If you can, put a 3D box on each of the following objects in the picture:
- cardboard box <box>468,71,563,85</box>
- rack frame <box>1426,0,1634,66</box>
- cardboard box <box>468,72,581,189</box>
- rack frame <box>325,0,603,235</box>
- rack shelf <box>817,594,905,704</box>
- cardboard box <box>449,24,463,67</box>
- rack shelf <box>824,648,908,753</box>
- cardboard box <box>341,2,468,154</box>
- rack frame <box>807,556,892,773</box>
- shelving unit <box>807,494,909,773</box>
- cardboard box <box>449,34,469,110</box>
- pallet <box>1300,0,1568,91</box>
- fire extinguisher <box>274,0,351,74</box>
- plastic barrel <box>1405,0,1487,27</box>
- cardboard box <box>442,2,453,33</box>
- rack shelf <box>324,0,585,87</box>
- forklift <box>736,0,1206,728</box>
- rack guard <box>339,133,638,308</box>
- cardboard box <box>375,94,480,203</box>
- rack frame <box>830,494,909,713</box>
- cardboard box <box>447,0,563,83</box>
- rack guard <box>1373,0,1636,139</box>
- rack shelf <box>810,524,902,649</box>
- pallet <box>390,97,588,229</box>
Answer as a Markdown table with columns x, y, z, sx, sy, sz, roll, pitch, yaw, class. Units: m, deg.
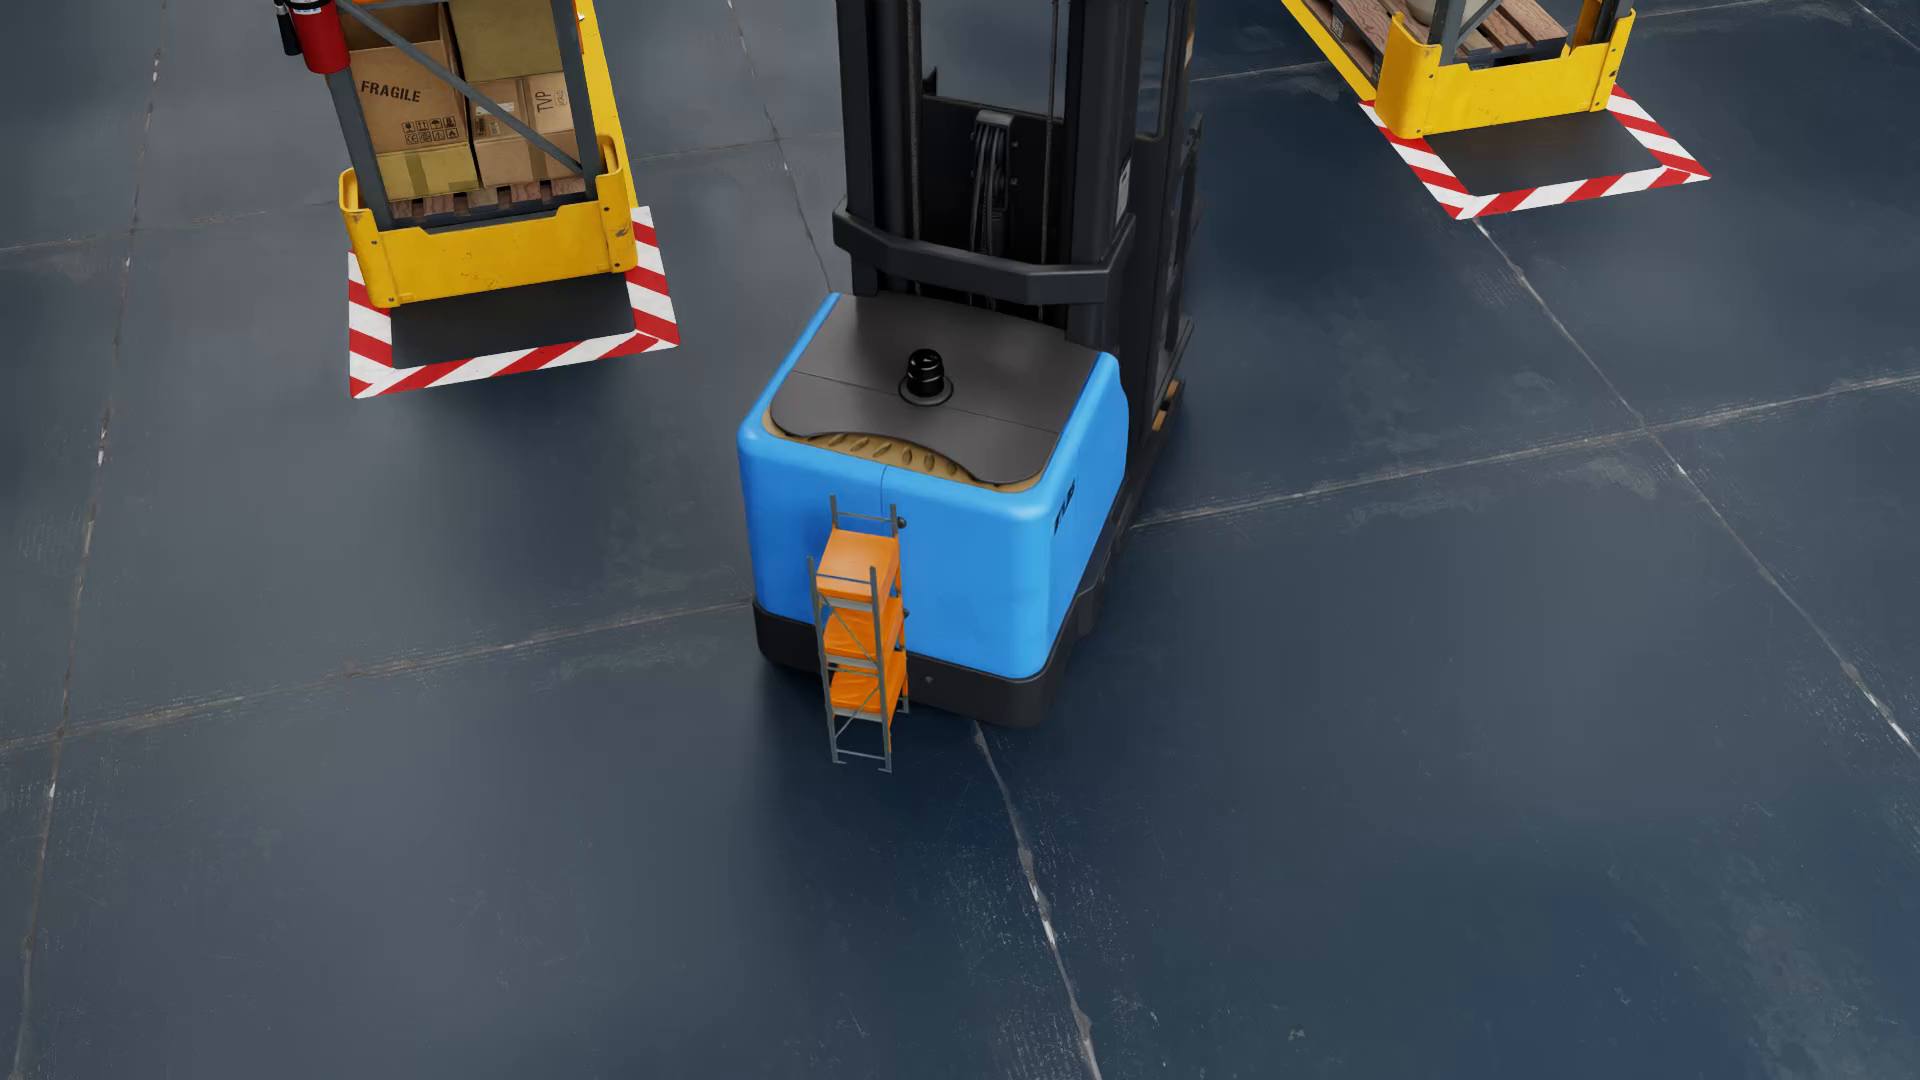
| x | y | z | sx | sy | sz | roll | pitch | yaw | class |
| --- | --- | --- | --- | --- | --- | --- | --- | --- | --- |
| -2.101 | -2.230 | 7.967 | 0.500 | 0.250 | 0.500 | -11 | 47 | -10 | cardboard box |
| 2.742 | -3.193 | 7.279 | 1.000 | 3.000 | 0.127 | -11 | 47 | -10 | rack frame |
| -1.969 | -1.886 | 7.629 | 0.500 | 0.250 | 0.500 | -11 | 47 | -10 | cardboard box |
| -2.047 | -2.290 | 6.394 | 1.000 | 3.000 | 0.127 | -11 | 47 | -10 | rack frame |
| -0.305 | 0.324 | 5.202 | 0.215 | 0.259 | 0.240 | 9 | 50 | 9 | rack shelf |
| -2.739 | -2.479 | 8.210 | 0.500 | 0.250 | 0.500 | -11 | 47 | -10 | cardboard box |
| -0.301 | 0.507 | 5.412 | 0.215 | 0.259 | 0.240 | 9 | 50 | 9 | rack shelf |
| -2.472 | -2.053 | 7.268 | 0.500 | 0.500 | 0.500 | -11 | 47 | -10 | cardboard box |
| -0.331 | 0.408 | 5.116 | 0.200 | 1.050 | 0.008 | 9 | 50 | 9 | rack frame |
| -0.305 | 0.317 | 5.194 | 0.215 | 1.050 | 0.252 | 9 | 50 | 9 | shelving unit |
| -2.609 | -2.134 | 7.872 | 0.500 | 0.250 | 0.500 | -11 | 47 | -10 | cardboard box |
| 2.475 | -2.823 | 8.869 | 1.003 | 0.211 | 1.213 | -11 | 47 | -10 | pallet |
| -2.466 | -2.097 | 6.259 | 0.296 | 0.674 | 0.183 | -11 | 47 | -10 | fire extinguisher |
| 2.500 | -2.910 | 8.450 | 0.421 | 0.512 | 0.421 | 0 | 46 | 0 | plastic barrel |
| -2.742 | -2.741 | 7.942 | 0.500 | 0.500 | 0.500 | -11 | 47 | -10 | cardboard box |
| -2.559 | -3.419 | 8.004 | 1.077 | 0.370 | 4.000 | -11 | 47 | -10 | rack shelf |
| 0.269 | -1.472 | 5.640 | 1.130 | 2.935 | 3.031 | 14 | 47 | 14 | forklift |
| -2.041 | -1.399 | 7.271 | 1.175 | 0.500 | 0.348 | -11 | 47 | -10 | rack guard |
| -2.470 | -1.791 | 7.536 | 0.500 | 0.250 | 0.500 | -11 | 47 | -10 | cardboard box |
| -0.279 | 0.227 | 5.272 | 0.200 | 1.050 | 0.008 | 9 | 50 | 9 | rack frame |
| -2.099 | -2.493 | 7.699 | 0.500 | 0.500 | 0.500 | -11 | 47 | -10 | cardboard box |
| 2.678 | -2.362 | 8.215 | 1.175 | 0.500 | 0.348 | -11 | 47 | -10 | rack guard |
| -0.308 | 0.138 | 4.988 | 0.215 | 0.259 | 0.240 | 9 | 50 | 9 | rack shelf |
| -2.283 | -1.835 | 7.900 | 1.003 | 0.211 | 1.213 | -11 | 47 | -10 | pallet |
